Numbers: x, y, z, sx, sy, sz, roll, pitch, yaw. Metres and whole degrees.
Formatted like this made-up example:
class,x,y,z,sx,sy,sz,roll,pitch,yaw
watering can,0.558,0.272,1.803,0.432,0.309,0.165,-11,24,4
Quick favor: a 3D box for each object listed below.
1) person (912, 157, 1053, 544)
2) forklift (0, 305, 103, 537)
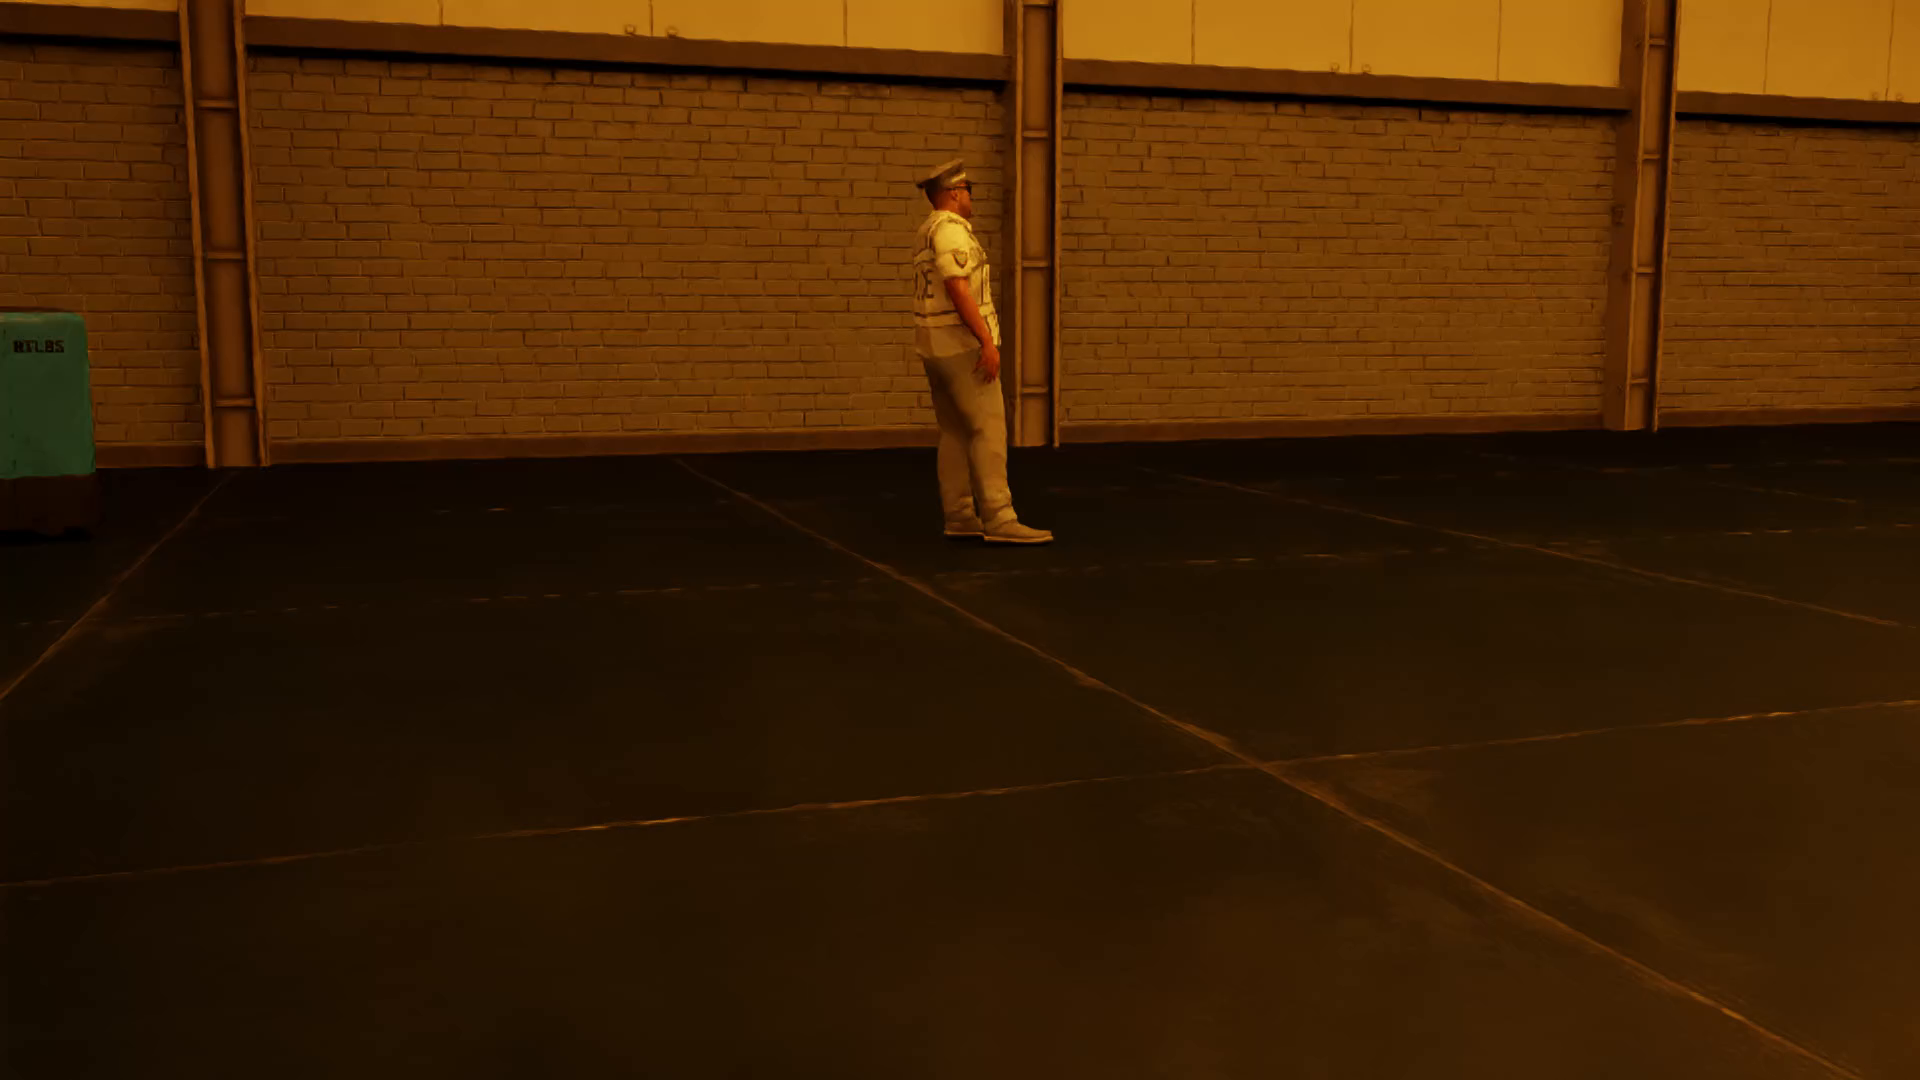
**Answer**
class,x,y,z,sx,sy,sz,roll,pitch,yaw
person,0.078,-0.893,7.816,0.574,1.781,0.640,-3,8,-18
forklift,-5.599,-1.388,7.254,3.031,2.935,1.130,-6,10,-38
